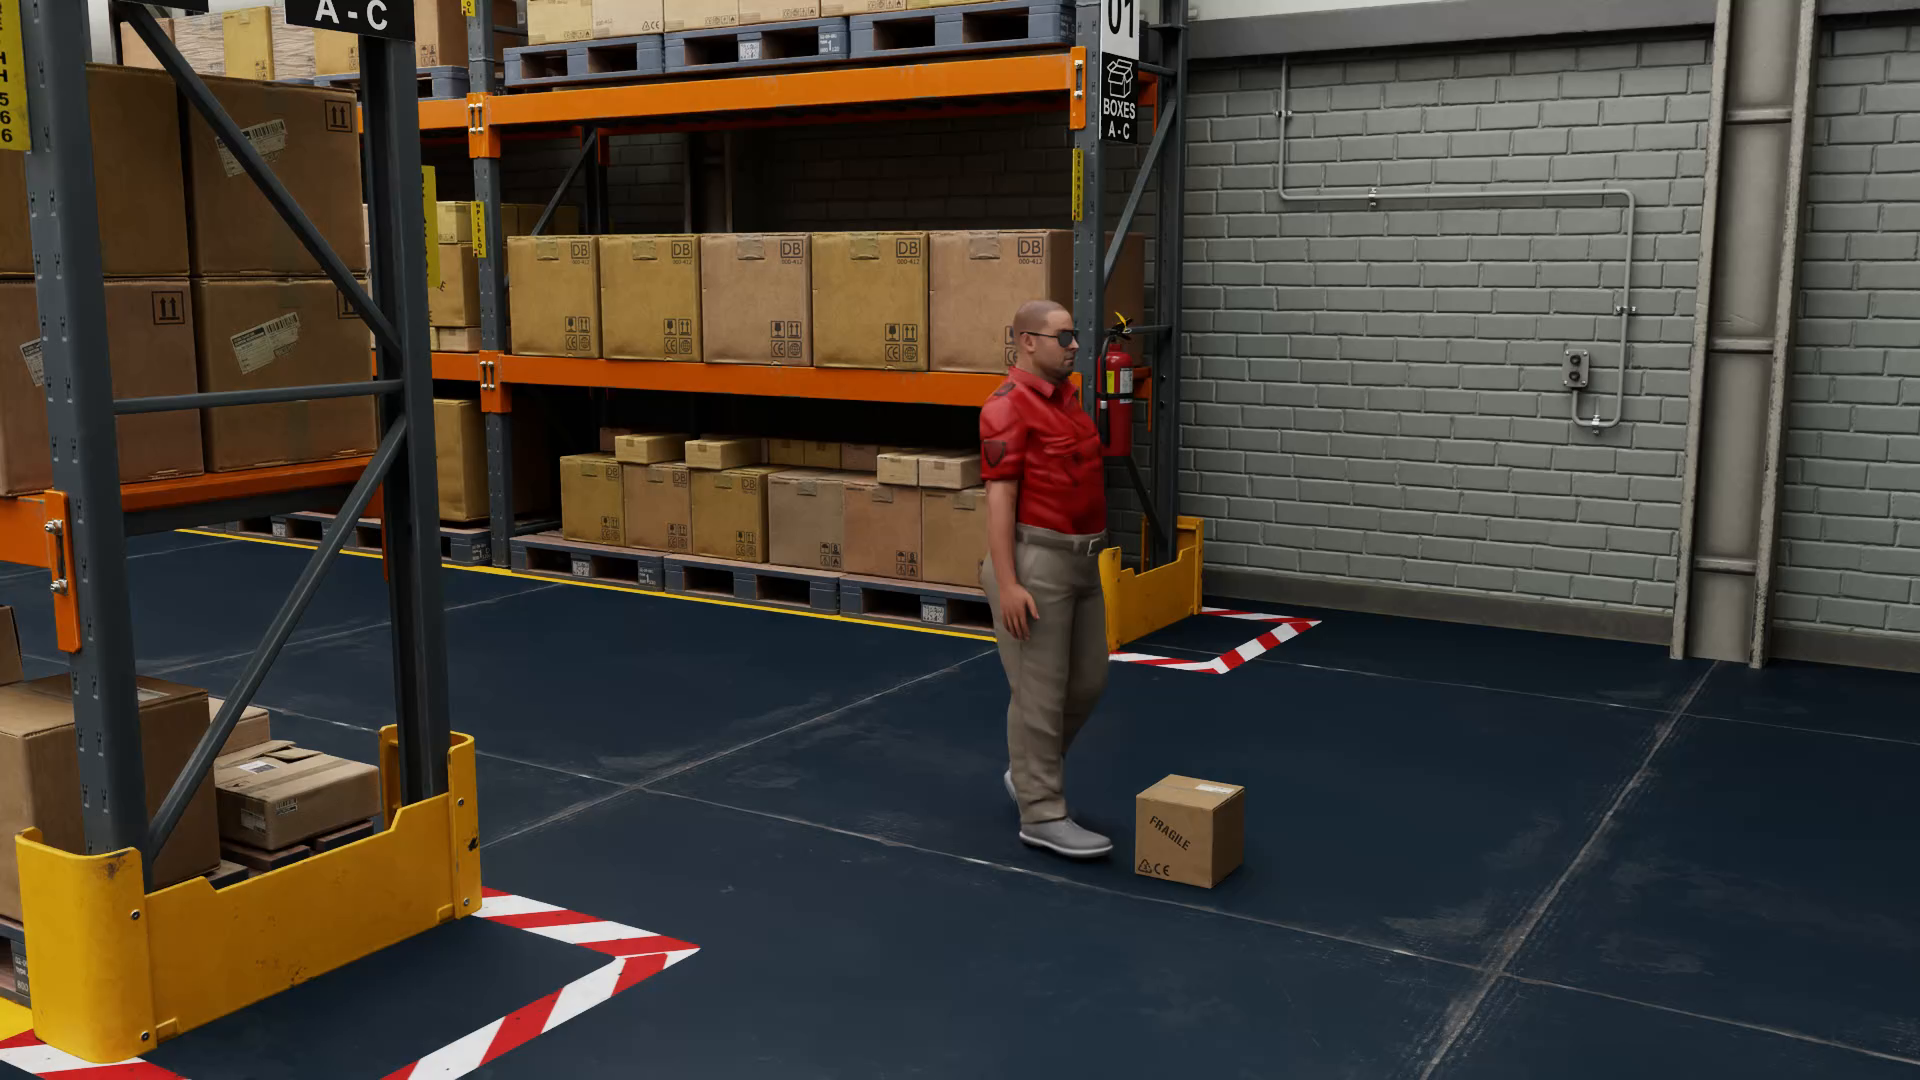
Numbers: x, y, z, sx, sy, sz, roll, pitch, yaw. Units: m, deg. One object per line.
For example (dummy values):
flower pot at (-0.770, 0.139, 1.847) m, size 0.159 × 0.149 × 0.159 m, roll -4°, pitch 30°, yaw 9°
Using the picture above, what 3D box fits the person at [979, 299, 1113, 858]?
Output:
person at (0.288, 0.149, 5.220) m, size 0.505 × 1.792 × 0.556 m, roll 6°, pitch 11°, yaw 31°
